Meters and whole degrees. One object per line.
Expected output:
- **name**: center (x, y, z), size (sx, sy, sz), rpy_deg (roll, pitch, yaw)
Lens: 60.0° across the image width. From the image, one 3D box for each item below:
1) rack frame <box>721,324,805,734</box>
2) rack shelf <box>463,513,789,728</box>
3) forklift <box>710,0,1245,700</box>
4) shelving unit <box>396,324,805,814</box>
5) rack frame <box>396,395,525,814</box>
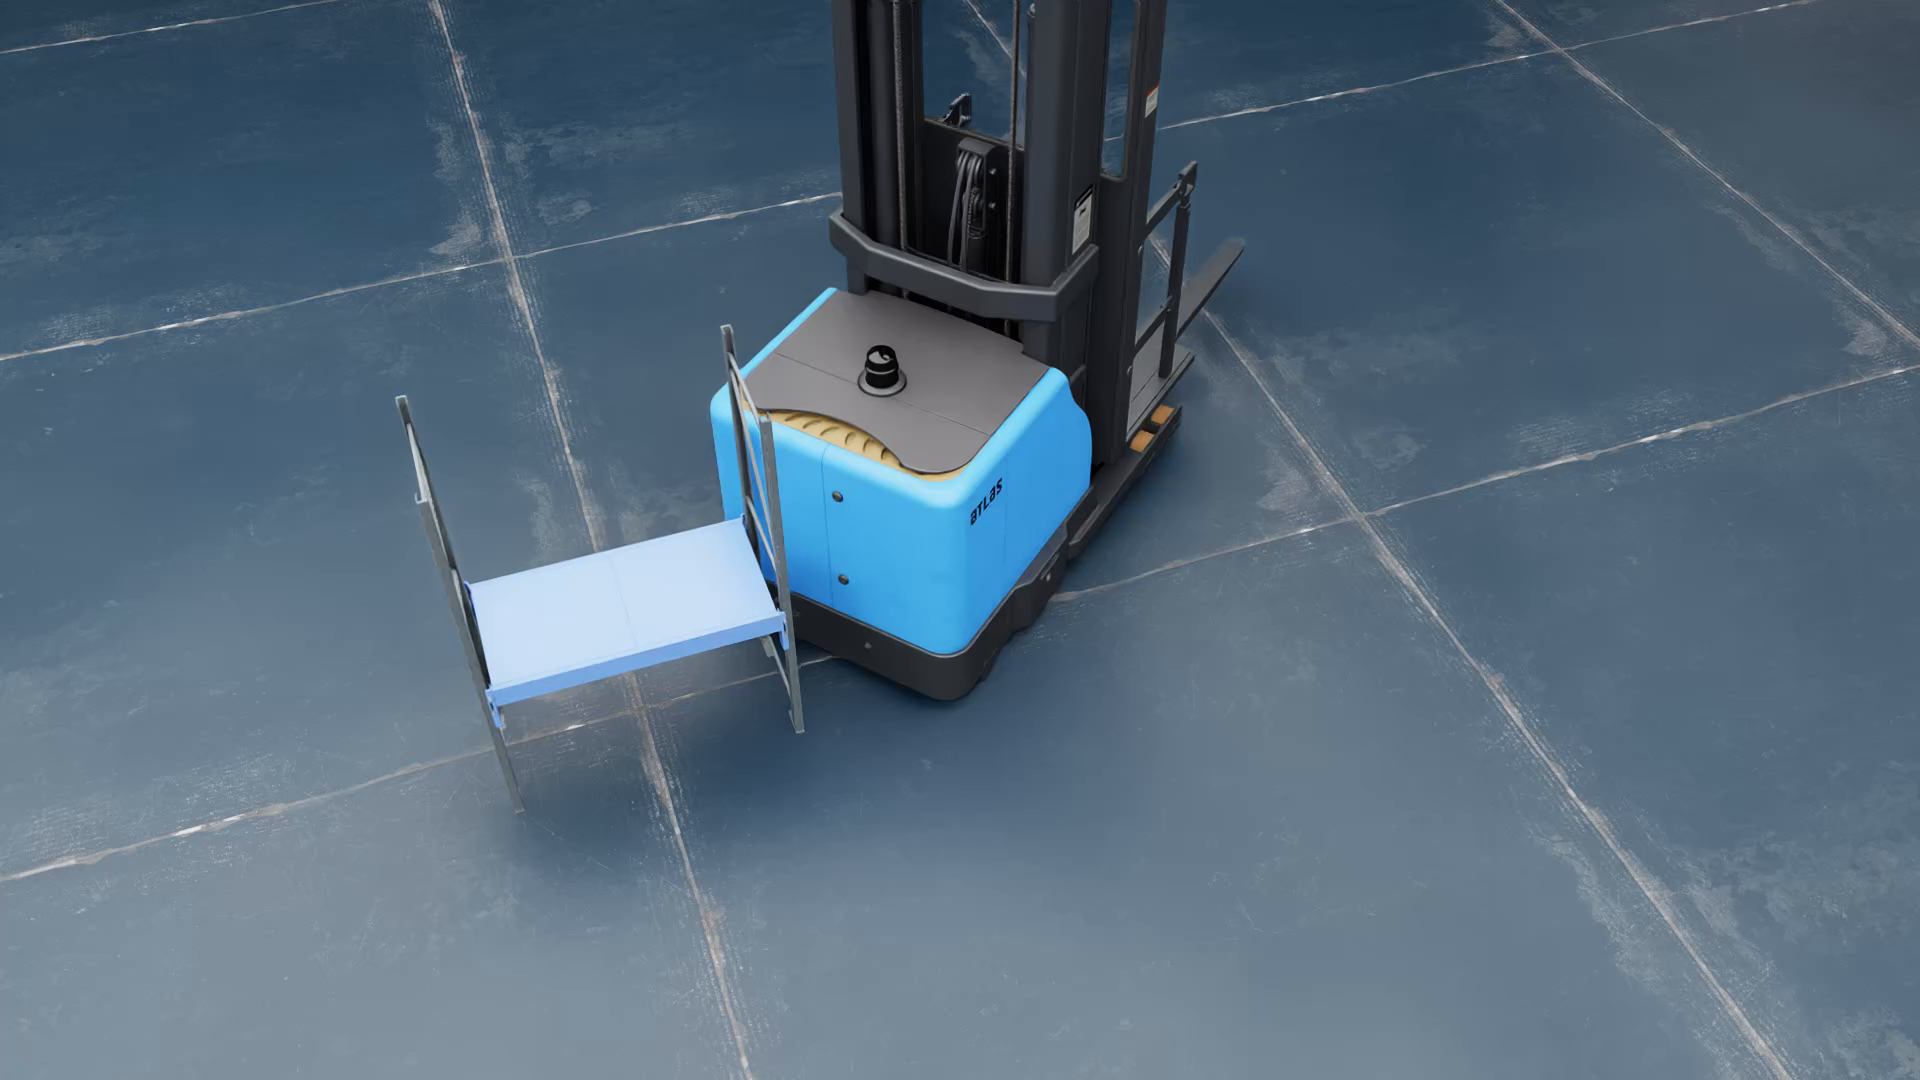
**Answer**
- **rack frame**: center (-0.665, 0.008, 5.683), size (0.032, 1.500, 0.500), rpy_deg (-15, 47, -14)
- **rack shelf**: center (-1.142, 0.259, 5.687), size (1.000, 0.185, 0.538), rpy_deg (-15, 47, -14)
- **forklift**: center (0.294, -1.484, 6.160), size (1.130, 2.935, 3.031), rpy_deg (22, 49, 21)
- **shelving unit**: center (-1.142, 0.132, 5.559), size (1.048, 1.500, 0.538), rpy_deg (-15, 47, -14)
- **rack frame**: center (-1.620, 0.256, 5.436), size (0.032, 1.500, 0.500), rpy_deg (-15, 47, -14)
